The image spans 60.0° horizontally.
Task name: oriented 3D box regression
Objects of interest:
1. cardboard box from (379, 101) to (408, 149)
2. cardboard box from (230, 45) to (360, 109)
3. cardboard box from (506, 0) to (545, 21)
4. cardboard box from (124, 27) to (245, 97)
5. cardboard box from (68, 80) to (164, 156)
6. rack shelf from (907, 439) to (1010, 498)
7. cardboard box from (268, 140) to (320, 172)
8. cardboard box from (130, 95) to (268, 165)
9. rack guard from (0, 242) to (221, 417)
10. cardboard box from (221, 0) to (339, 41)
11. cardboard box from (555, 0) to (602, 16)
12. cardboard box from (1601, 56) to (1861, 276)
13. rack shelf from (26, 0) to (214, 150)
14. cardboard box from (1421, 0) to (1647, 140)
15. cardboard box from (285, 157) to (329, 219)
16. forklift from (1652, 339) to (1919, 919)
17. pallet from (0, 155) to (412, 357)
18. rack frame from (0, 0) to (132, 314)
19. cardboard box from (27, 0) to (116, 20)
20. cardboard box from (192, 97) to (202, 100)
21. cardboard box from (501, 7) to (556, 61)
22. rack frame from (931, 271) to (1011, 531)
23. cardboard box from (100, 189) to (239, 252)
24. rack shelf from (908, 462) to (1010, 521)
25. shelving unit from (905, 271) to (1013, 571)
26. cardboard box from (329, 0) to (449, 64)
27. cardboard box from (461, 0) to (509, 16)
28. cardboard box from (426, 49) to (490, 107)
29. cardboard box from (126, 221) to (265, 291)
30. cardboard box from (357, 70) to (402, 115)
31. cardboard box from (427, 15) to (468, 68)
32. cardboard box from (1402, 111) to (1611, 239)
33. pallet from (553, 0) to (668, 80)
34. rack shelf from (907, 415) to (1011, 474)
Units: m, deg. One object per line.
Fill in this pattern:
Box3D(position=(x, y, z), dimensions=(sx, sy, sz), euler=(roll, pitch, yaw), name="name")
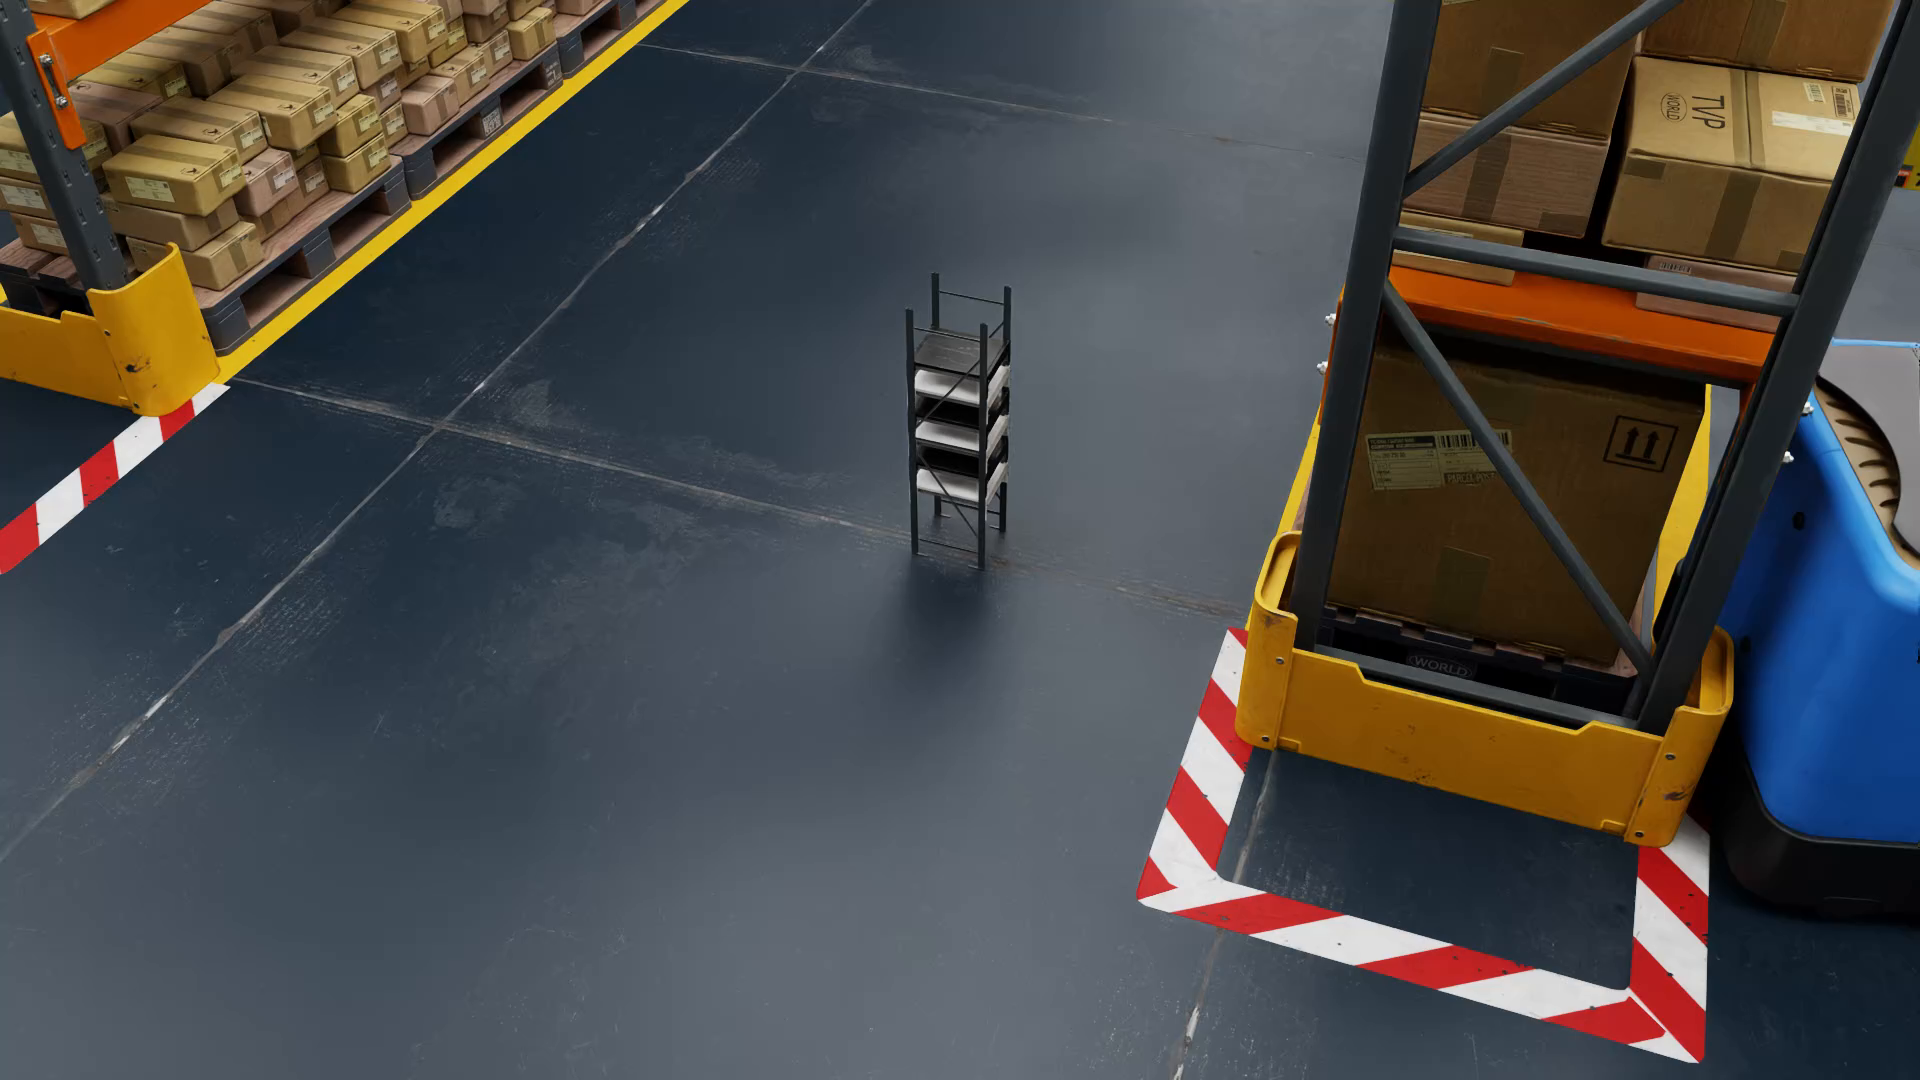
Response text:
Box3D(position=(-2.505, -1.704, 6.809), dimensions=(0.380, 0.149, 0.250), euler=(13, 42, 15), name="cardboard box")
Box3D(position=(-2.571, -1.777, 6.436), dimensions=(0.380, 0.149, 0.250), euler=(11, 42, 13), name="cardboard box")
Box3D(position=(-2.108, -2.481, 7.490), dimensions=(0.380, 0.149, 0.250), euler=(14, 43, 16), name="cardboard box")
Box3D(position=(-3.064, -1.892, 6.572), dimensions=(0.380, 0.149, 0.250), euler=(12, 42, 13), name="cardboard box")
Box3D(position=(-3.181, -1.562, 6.185), dimensions=(0.380, 0.149, 0.250), euler=(14, 42, 16), name="cardboard box")
Box3D(position=(-0.003, -0.244, 5.032), dimensions=(0.258, 0.077, 0.200), euler=(13, 42, 15), name="rack shelf")
Box3D(position=(-2.696, -1.516, 6.359), dimensions=(0.380, 0.149, 0.250), euler=(14, 42, 16), name="cardboard box")
Box3D(position=(-2.784, -1.482, 6.090), dimensions=(0.380, 0.149, 0.250), euler=(14, 42, 16), name="cardboard box")
Box3D(position=(-3.238, -0.837, 5.845), dimensions=(1.175, 0.500, 0.348), euler=(13, 42, 15), name="rack guard")
Box3D(position=(-2.830, -2.205, 6.938), dimensions=(0.380, 0.149, 0.250), euler=(12, 42, 14), name="cardboard box")
Box3D(position=(-1.907, -2.626, 7.890), dimensions=(0.380, 0.149, 0.250), euler=(12, 42, 14), name="cardboard box")
Box3D(position=(1.781, -0.868, 3.842), dimensions=(0.500, 0.250, 0.500), euler=(12, 42, 14), name="cardboard box")
Box3D(position=(-2.580, -2.687, 6.643), dimensions=(1.077, 0.370, 4.000), euler=(13, 42, 15), name="rack shelf")
Box3D(position=(1.282, -1.276, 3.743), dimensions=(0.500, 0.500, 0.500), euler=(14, 42, 16), name="cardboard box")
Box3D(position=(-2.693, -1.396, 6.448), dimensions=(0.380, 0.149, 0.250), euler=(14, 42, 16), name="cardboard box")
Box3D(position=(3.478, -0.423, 3.488), dimensions=(3.031, 2.935, 1.130), euler=(3, 41, 4), name="forklift")
Box3D(position=(-2.927, -1.214, 6.511), dimensions=(1.003, 0.211, 1.213), euler=(13, 42, 15), name="pallet")
Box3D(position=(-3.264, -1.741, 4.980), dimensions=(1.000, 3.000, 0.127), euler=(13, 42, 15), name="rack frame")
Box3D(position=(-2.845, -1.770, 5.208), dimensions=(0.380, 0.149, 0.250), euler=(13, 42, 15), name="cardboard box")
Box3D(position=(-3.175, -1.632, 6.496), dimensions=(0.380, 0.149, 0.250), euler=(12, 42, 13), name="cardboard box")
Box3D(position=(-2.064, -2.310, 7.519), dimensions=(0.380, 0.149, 0.250), euler=(13, 42, 15), name="cardboard box")
Box3D(position=(0.032, -0.399, 5.025), dimensions=(0.240, 0.900, 0.006), euler=(13, 42, 15), name="rack frame")
Box3D(position=(-2.843, -1.192, 5.980), dimensions=(0.380, 0.149, 0.250), euler=(15, 43, 17), name="cardboard box")
Box3D(position=(-0.003, -0.175, 5.091), dimensions=(0.258, 0.077, 0.200), euler=(13, 42, 15), name="rack shelf")
Box3D(position=(-0.003, -0.337, 4.952), dimensions=(0.258, 0.900, 0.210), euler=(13, 42, 15), name="shelving unit")
Box3D(position=(-2.334, -2.094, 6.808), dimensions=(0.380, 0.149, 0.250), euler=(14, 42, 16), name="cardboard box")
Box3D(position=(-2.150, -2.396, 7.162), dimensions=(0.380, 0.149, 0.250), euler=(12, 42, 14), name="cardboard box")
Box3D(position=(-2.267, -2.011, 7.169), dimensions=(0.380, 0.149, 0.250), euler=(13, 42, 15), name="cardboard box")
Box3D(position=(-2.784, -1.065, 6.060), dimensions=(0.380, 0.149, 0.250), euler=(14, 42, 16), name="cardboard box")
Box3D(position=(-2.505, -1.831, 6.729), dimensions=(0.380, 0.149, 0.250), euler=(11, 42, 13), name="cardboard box")
Box3D(position=(-2.349, -2.168, 7.124), dimensions=(0.380, 0.149, 0.250), euler=(15, 43, 17), name="cardboard box")
Box3D(position=(1.279, -0.989, 3.985), dimensions=(0.500, 0.250, 0.500), euler=(13, 42, 14), name="cardboard box")
Box3D(position=(-2.092, -2.703, 8.255), dimensions=(1.003, 0.211, 1.213), euler=(13, 42, 15), name="pallet")
Box3D(position=(-0.003, -0.312, 4.974), dimensions=(0.258, 0.077, 0.200), euler=(13, 42, 15), name="rack shelf")
